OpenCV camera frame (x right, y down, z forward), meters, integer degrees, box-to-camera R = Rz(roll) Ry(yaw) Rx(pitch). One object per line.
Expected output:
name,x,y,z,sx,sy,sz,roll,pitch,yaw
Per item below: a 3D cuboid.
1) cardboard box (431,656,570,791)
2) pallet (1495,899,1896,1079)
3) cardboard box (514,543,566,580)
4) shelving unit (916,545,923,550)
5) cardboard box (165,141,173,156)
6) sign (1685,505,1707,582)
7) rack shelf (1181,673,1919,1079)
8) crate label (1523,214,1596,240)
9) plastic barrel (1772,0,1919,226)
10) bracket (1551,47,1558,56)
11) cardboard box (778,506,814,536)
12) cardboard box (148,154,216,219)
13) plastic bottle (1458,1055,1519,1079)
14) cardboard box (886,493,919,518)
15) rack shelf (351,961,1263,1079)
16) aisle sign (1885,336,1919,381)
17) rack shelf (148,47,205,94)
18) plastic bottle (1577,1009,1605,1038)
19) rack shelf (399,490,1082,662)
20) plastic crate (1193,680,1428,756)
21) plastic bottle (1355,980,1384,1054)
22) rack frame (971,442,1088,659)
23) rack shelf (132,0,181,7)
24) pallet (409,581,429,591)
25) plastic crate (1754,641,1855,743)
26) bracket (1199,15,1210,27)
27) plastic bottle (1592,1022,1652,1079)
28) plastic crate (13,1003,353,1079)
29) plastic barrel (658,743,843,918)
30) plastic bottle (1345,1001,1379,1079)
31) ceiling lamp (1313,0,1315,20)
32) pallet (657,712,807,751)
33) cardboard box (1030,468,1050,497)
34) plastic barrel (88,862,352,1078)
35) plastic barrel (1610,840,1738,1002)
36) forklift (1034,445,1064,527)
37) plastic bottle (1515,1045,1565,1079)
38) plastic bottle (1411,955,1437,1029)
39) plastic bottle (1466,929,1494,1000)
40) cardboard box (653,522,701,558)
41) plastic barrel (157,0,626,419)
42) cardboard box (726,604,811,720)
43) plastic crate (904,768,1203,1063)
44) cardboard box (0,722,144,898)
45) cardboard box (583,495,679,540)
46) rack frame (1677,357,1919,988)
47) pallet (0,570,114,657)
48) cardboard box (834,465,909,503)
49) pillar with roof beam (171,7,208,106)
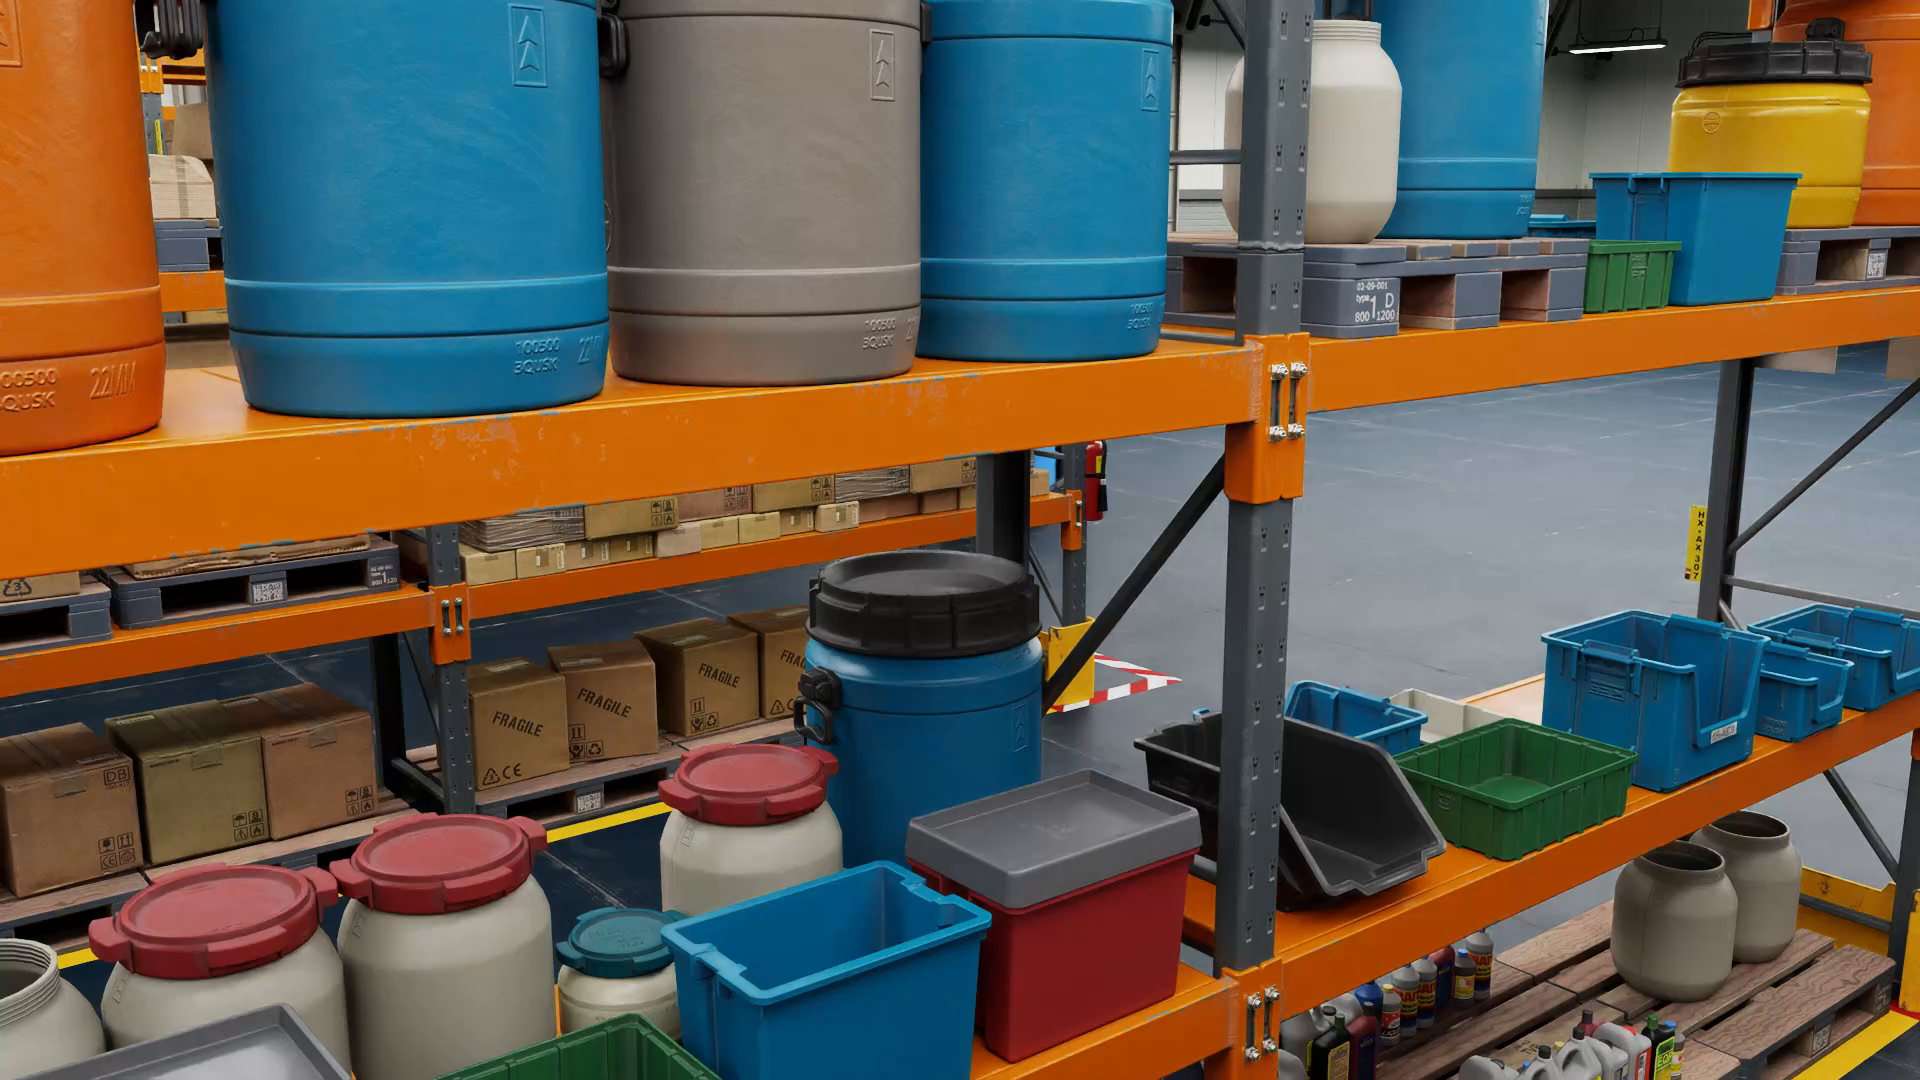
cardboard box,-2.357,0.931,8.532,0.500,0.500,0.500,-10,16,-39
pallet,2.855,1.729,6.478,1.213,0.211,1.003,-9,15,-38
cardboard box,-2.135,0.072,8.173,0.250,0.149,0.380,-9,15,-38
shelving unit,-0.074,-0.512,14.832,1.048,1.125,0.538,-9,15,-36
cardboard box,-5.490,-2.758,12.068,0.500,0.250,0.500,-10,15,-38
sign,3.183,0.018,7.157,0.005,0.325,0.100,-9,15,-38
rack shelf,1.961,0.854,5.616,4.000,0.370,1.077,-9,15,-38
crate label,1.855,-0.962,5.576,0.408,0.251,0.502,-9,15,-38
plastic barrel,3.223,-1.556,5.969,0.708,0.830,0.600,-9,15,-38
bracket,13.999,-11.613,39.486,0.430,0.232,0.235,-9,15,-38
cardboard box,-1.009,-0.134,9.144,0.250,0.149,0.380,-9,15,-38
cardboard box,-3.366,-1.510,7.110,0.258,0.266,0.396,-9,15,-36
plastic bottle,1.656,1.741,5.205,0.135,0.276,0.152,-9,15,-38
cardboard box,-0.449,-0.238,9.634,0.250,0.149,0.380,-9,15,-38
rack shelf,-1.162,1.373,3.171,4.000,0.370,1.077,-9,15,-38
aisle sign,3.765,-0.990,6.310,0.004,0.787,0.394,-9,15,-38
rack shelf,-4.152,-3.506,12.668,4.000,0.370,1.077,-9,15,-38
plastic bottle,2.082,1.677,5.490,0.133,0.283,0.061,-9,15,-38
rack shelf,-1.133,0.051,9.399,4.000,0.370,1.077,-9,15,-38
plastic crate,1.094,0.647,5.218,0.616,0.251,0.499,-9,15,-38
plastic bottle,1.409,1.631,5.737,0.097,0.271,0.097,0,12,0
rack frame,0.429,-0.560,10.546,0.127,3.000,1.000,-9,15,-38
rack shelf,-4.256,-2.169,6.373,4.000,0.370,1.077,-9,15,-38
pallet,-4.118,0.260,13.397,1.213,0.211,1.003,-9,15,-38
plastic crate,2.808,0.512,5.852,0.408,0.251,0.499,-9,15,-38
bracket,4.629,-10.055,32.153,0.430,0.232,0.235,-9,15,-38
plastic bottle,2.149,1.698,5.410,0.135,0.276,0.152,-9,15,-37
plastic crate,-1.271,1.090,2.622,0.583,0.464,0.402,-9,15,-38
plastic barrel,-0.484,0.784,3.888,0.433,0.535,0.433,0,12,0
plastic bottle,1.321,1.675,5.499,0.133,0.283,0.061,-9,15,-38
ceiling lamp,6.289,-10.257,27.715,0.800,3.185,2.000,-9,15,-38
pallet,-1.239,1.071,9.579,1.213,0.211,1.003,-9,15,-38
cardboard box,0.335,-0.367,10.241,0.250,0.149,0.380,-9,15,-38
plastic barrel,-1.395,0.935,3.175,0.433,0.535,0.433,0,12,0
plastic barrel,2.665,1.417,6.211,0.421,0.512,0.421,0,12,0
forklift,0.552,-1.814,16.617,1.130,2.935,3.031,3,12,14
plastic bottle,1.768,1.725,5.100,0.185,0.351,0.144,-10,15,-38
plastic bottle,1.645,1.592,5.922,0.097,0.271,0.097,0,12,0
plastic bottle,1.913,1.547,6.131,0.097,0.271,0.097,0,12,0
cardboard box,-1.547,-0.025,8.628,0.250,0.149,0.380,-9,15,-38
plastic barrel,-0.883,-0.680,2.679,0.708,0.901,0.600,-9,15,-38
cardboard box,-1.015,0.697,9.634,0.500,0.500,0.500,-8,14,-32
plastic crate,0.213,0.843,3.783,0.583,0.464,0.402,-9,15,-38
cardboard box,-4.008,1.174,7.338,0.500,0.500,0.700,-11,16,-42
cardboard box,-1.892,-0.343,8.567,0.500,0.500,0.875,-9,15,-38
rack frame,3.523,0.243,6.763,0.127,3.000,1.000,-9,15,-38
pallet,-4.298,0.308,6.919,1.213,0.211,1.003,-9,15,-38
cardboard box,-0.751,-0.546,9.520,0.500,0.500,0.875,-9,15,-38
pillar with roof beam,-7.283,-5.265,18.257,0.400,9.000,9.100,-9,15,-38
